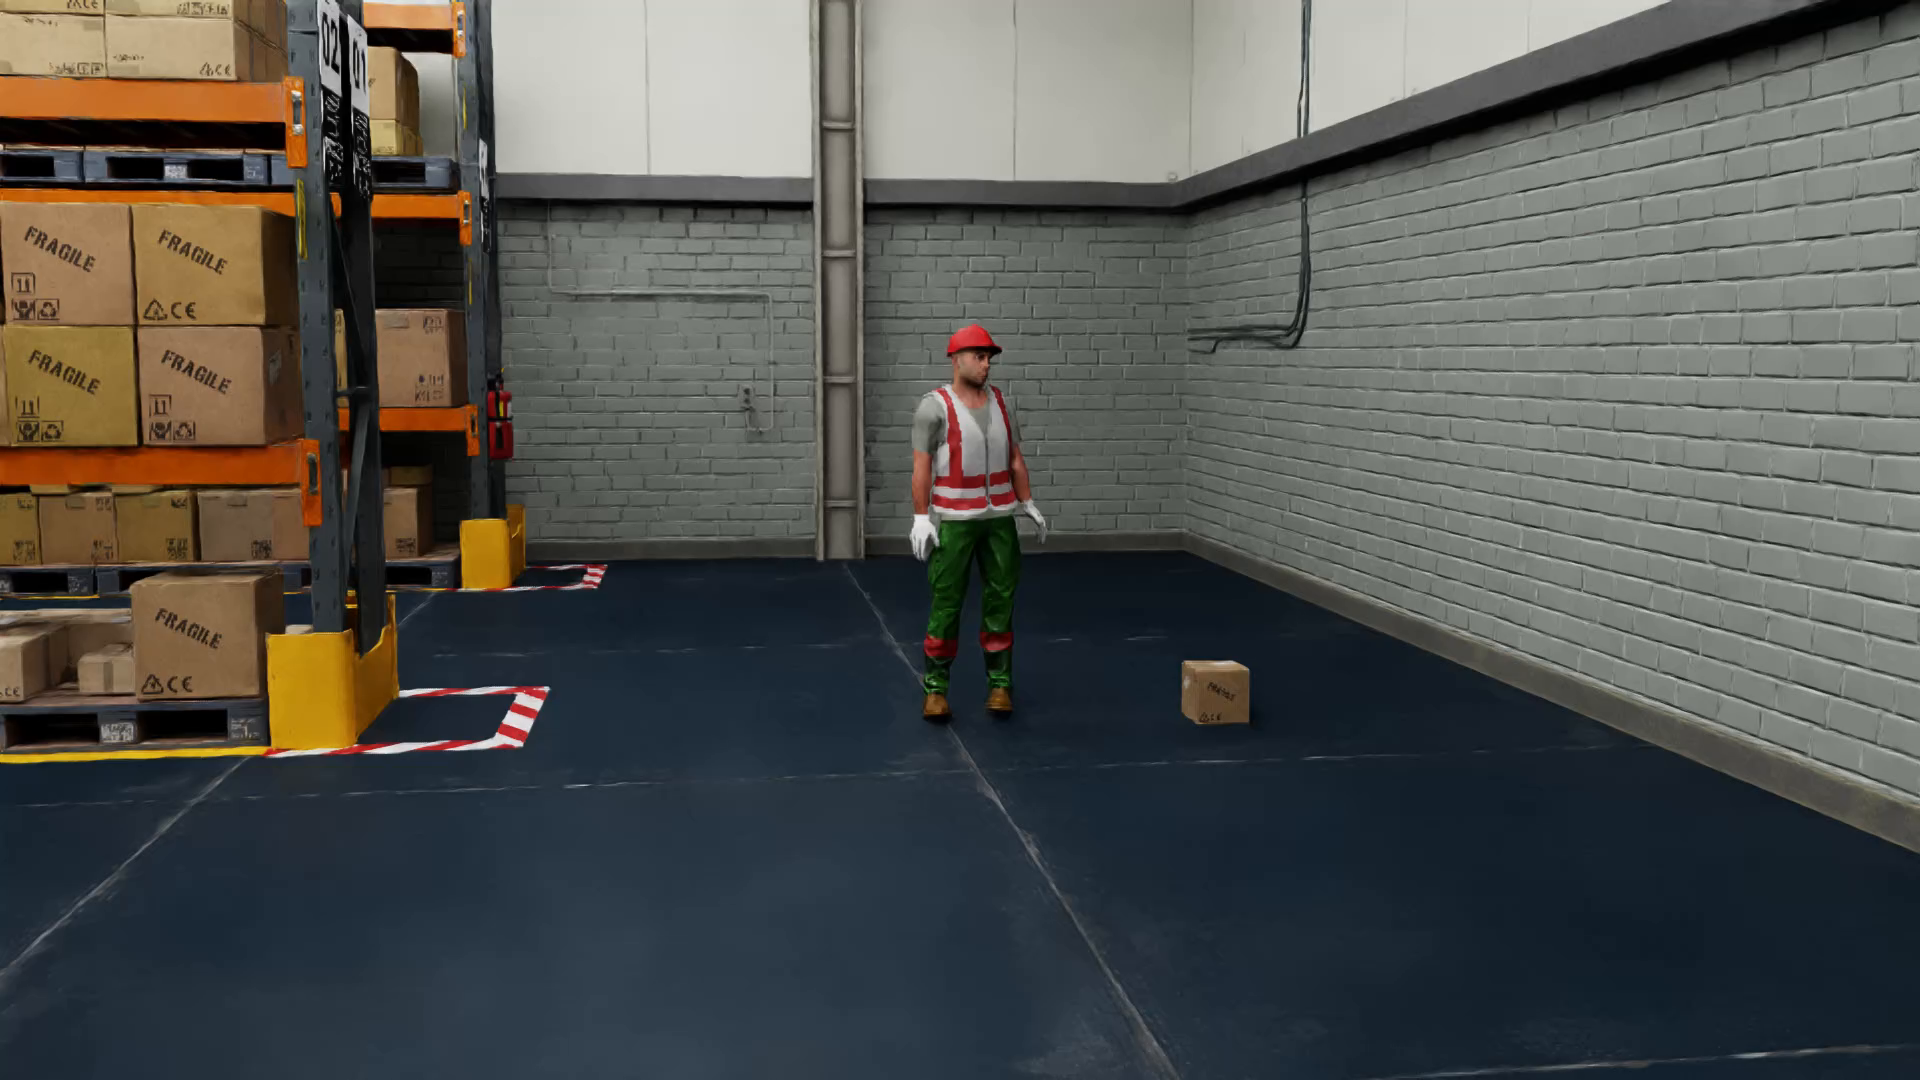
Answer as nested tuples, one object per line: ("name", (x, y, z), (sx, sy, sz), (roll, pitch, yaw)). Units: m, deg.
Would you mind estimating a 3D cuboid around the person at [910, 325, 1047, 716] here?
("person", (0.077, -0.093, 7.706), (0.629, 1.795, 0.382), (-3, 7, -27))
